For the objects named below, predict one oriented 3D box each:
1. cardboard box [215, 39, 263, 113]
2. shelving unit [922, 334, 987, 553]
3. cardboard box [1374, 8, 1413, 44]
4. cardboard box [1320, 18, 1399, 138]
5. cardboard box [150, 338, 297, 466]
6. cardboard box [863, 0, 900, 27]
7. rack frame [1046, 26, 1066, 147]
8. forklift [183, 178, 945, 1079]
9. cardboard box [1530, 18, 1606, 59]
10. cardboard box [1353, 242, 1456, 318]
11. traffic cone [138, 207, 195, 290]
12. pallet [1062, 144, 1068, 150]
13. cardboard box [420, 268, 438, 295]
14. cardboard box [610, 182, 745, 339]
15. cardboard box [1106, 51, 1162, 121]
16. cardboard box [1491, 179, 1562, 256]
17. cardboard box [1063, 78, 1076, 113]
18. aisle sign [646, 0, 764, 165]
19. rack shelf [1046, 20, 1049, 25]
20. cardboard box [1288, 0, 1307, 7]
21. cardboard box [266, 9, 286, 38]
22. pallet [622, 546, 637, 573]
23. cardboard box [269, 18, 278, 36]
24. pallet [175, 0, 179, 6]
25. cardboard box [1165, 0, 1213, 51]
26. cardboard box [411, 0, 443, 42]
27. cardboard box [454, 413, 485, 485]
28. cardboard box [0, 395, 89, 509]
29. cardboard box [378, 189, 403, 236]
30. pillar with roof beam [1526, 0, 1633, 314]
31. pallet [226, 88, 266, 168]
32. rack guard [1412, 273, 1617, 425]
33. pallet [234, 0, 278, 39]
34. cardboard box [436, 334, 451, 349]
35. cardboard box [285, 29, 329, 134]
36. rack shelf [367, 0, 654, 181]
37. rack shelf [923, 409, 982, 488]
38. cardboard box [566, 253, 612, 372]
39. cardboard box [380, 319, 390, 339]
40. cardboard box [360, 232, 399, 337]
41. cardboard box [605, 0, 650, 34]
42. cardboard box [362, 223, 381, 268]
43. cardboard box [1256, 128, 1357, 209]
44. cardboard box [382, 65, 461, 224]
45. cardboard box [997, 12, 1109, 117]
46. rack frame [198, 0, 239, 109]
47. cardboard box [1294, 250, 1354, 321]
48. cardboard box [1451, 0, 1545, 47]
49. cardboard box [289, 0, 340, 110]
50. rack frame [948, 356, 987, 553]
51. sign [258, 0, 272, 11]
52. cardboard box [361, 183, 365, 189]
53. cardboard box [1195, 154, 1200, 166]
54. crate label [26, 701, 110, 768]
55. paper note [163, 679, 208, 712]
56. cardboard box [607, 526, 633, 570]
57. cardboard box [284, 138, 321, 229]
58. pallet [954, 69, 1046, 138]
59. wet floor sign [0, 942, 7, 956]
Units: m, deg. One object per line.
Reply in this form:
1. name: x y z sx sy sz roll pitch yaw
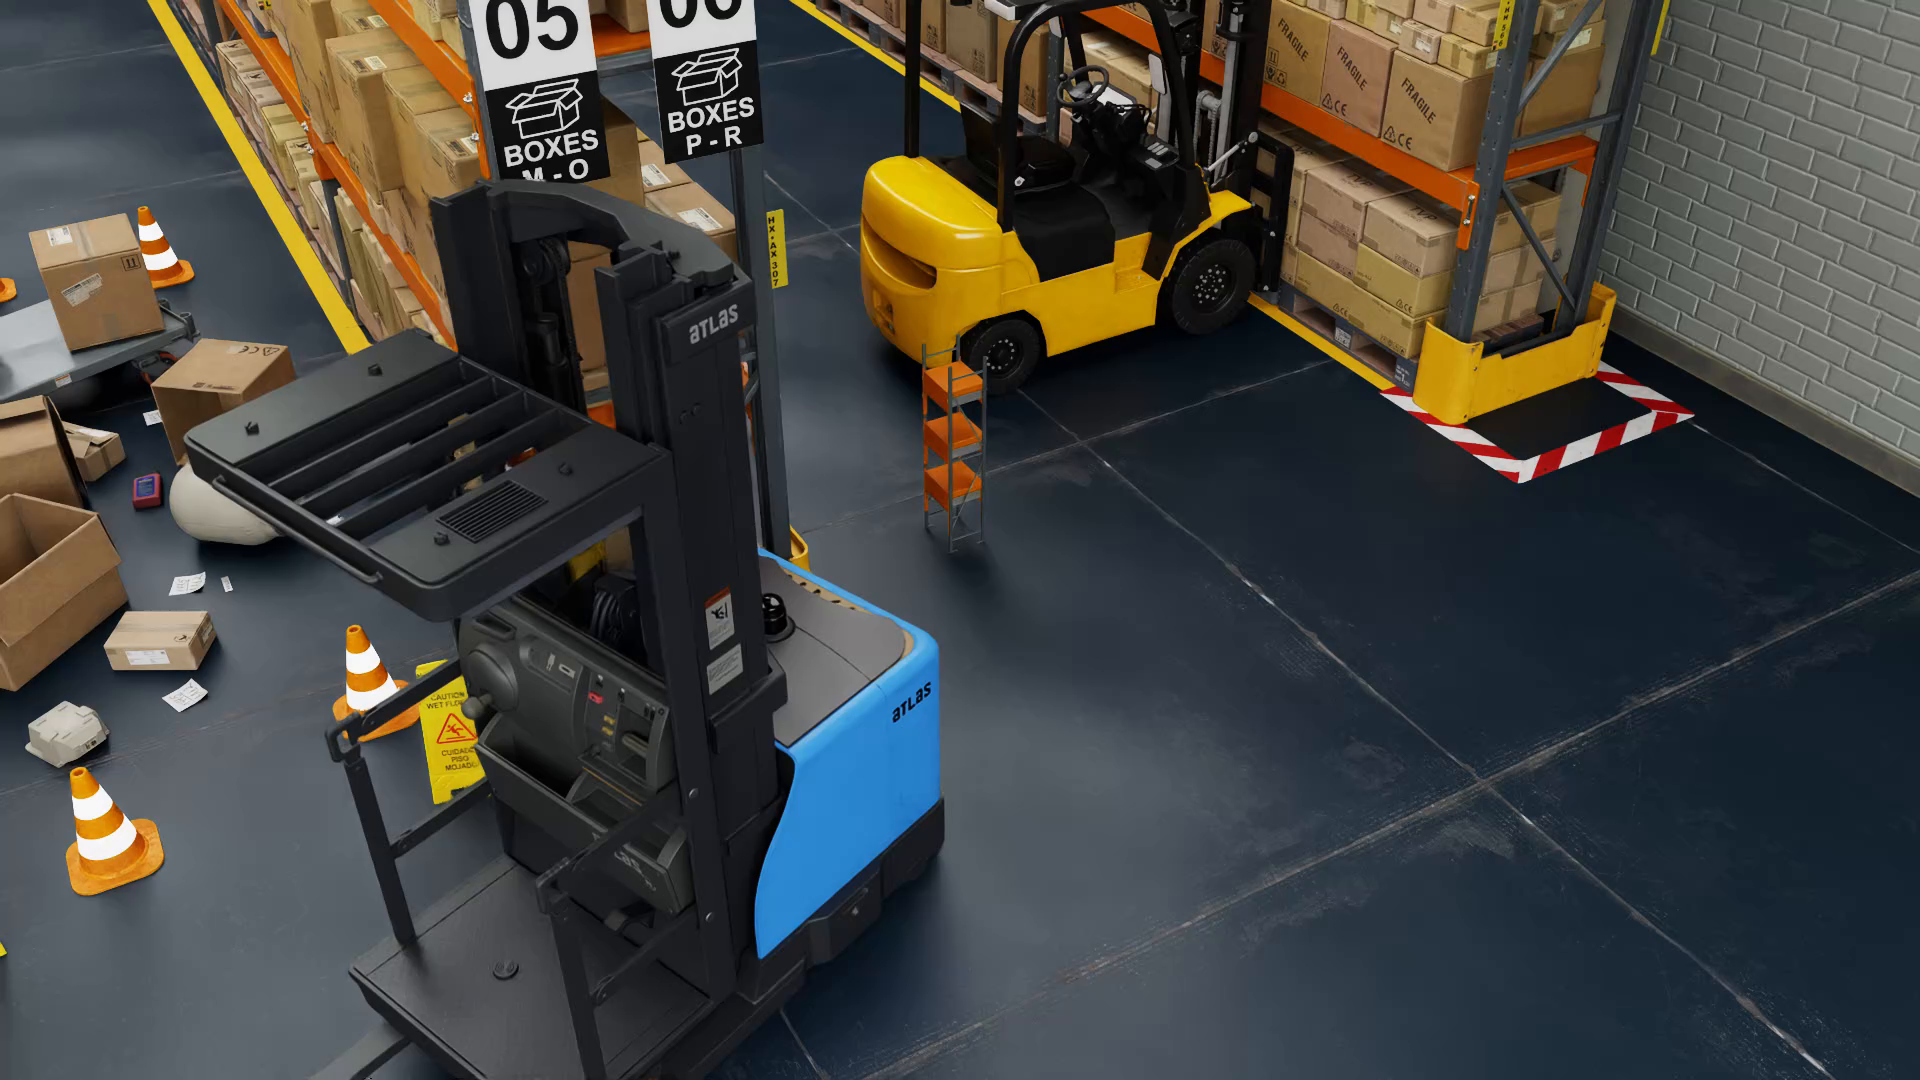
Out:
1. cardboard box: -4.945 -3.525 12.405 0.950 0.372 0.625 -22 41 -27
2. shelving unit: -0.027 -0.451 7.978 0.215 1.050 0.252 -19 40 -24
3. cardboard box: 2.441 -2.769 8.863 0.380 0.149 0.250 -18 40 -23
4. cardboard box: 2.362 -2.581 9.156 0.500 0.500 0.500 -18 40 -23
5. cardboard box: -3.848 -0.710 8.796 0.500 0.500 0.500 6 37 8
6. cardboard box: -0.293 -4.738 13.851 0.875 0.625 0.625 -18 40 -22
7. rack frame: 1.080 -4.140 11.376 1.000 3.000 0.127 -19 40 -24
8. forklift: -1.369 0.539 5.027 1.130 2.935 3.031 25 43 30
9. cardboard box: 3.143 -2.653 8.704 0.380 0.149 0.250 -20 41 -25
10. cardboard box: 2.575 -1.517 9.335 0.500 0.250 0.500 -19 40 -24
11. traffic cone: -5.044 -1.861 10.405 0.336 0.463 0.334 -19 40 -24
12. pallet: 1.443 -2.596 11.626 1.003 0.211 1.213 -19 40 -24
13. cardboard box: -2.276 -1.285 7.679 0.380 0.149 0.250 -19 40 -24
14. cardboard box: -1.199 -1.112 6.892 0.500 0.500 0.500 -20 40 -25
15. cardboard box: 1.300 -3.000 10.942 0.500 0.250 0.500 -19 40 -24
16. cardboard box: 3.012 -1.865 9.387 0.500 0.250 0.500 -20 40 -25
17. cardboard box: 1.056 -3.063 11.452 0.500 0.250 0.500 -19 40 -24
18. aisle sign: -0.901 -1.738 5.882 0.394 0.787 0.004 -19 40 -24
19. rack shelf: 0.075 -4.870 12.984 1.077 0.370 4.000 -19 40 -24
20. cardboard box: 2.007 -3.144 9.376 0.380 0.149 0.250 -19 40 -24
21. cardboard box: -3.641 -3.165 9.348 0.500 0.500 0.500 -20 40 -25
22. pallet: -1.616 0.035 8.023 1.003 0.211 1.213 -19 40 -24
23. cardboard box: -3.825 -3.056 9.748 0.380 0.149 0.250 -20 41 -25
24. pallet: -6.777 -5.250 15.259 1.003 0.211 1.213 -19 40 -24
25. cardboard box: 1.608 -3.359 10.220 0.500 0.500 0.500 -19 40 -24
26. cardboard box: -1.775 -1.954 6.052 0.380 0.149 0.250 -19 40 -24
27. cardboard box: -2.094 -0.586 7.849 0.500 0.500 0.500 -17 40 -22
28. cardboard box: -4.749 -0.294 8.111 0.797 0.637 0.503 -19 40 -24
29. cardboard box: -2.446 -1.760 7.780 0.500 0.500 0.500 -18 40 -23
30. pillar with roof beam: -0.203 -3.870 5.919 9.100 9.000 0.400 -19 40 -24
31. pallet: -4.828 -3.182 12.428 1.003 0.211 1.213 -19 40 -24
32. rack guard: 3.101 -1.079 9.303 1.175 0.500 0.348 -19 40 -24
33. pallet: -4.190 -3.633 10.843 1.003 0.211 1.213 -19 40 -24
34. cardboard box: -2.195 -0.880 7.700 0.380 0.149 0.250 -18 40 -23
35. cardboard box: -3.230 -2.521 8.822 0.500 0.500 0.500 -19 40 -24
36. rack shelf: -2.205 -2.569 7.290 1.077 0.370 4.000 -19 40 -24
37. rack shelf: -0.027 -0.443 7.984 0.215 0.259 0.240 -19 40 -24
38. cardboard box: -1.711 -0.983 6.716 0.500 0.500 0.500 -20 40 -25
39. cardboard box: -2.869 -1.077 9.157 0.500 0.250 0.500 -17 39 -21
40. cardboard box: -2.868 -1.379 8.935 0.500 0.500 0.500 -17 40 -22
41. cardboard box: -1.086 -2.003 6.119 0.380 0.149 0.250 -19 40 -24
42. cardboard box: -2.876 -1.568 8.643 0.380 0.149 0.250 -17 40 -22
43. cardboard box: 2.065 -2.219 9.872 0.500 0.250 0.500 -18 40 -23
44. cardboard box: -1.894 -1.648 6.779 0.700 0.500 0.500 -19 40 -24
45. cardboard box: 0.808 -3.614 12.312 0.875 0.625 0.625 -17 39 -22
46. rack frame: -5.220 -4.708 12.152 1.000 3.000 0.127 -19 40 -24
47. cardboard box: 2.339 -1.562 9.821 0.500 0.250 0.500 -19 40 -24
48. cardboard box: 2.727 -2.643 8.439 0.380 0.149 0.250 -19 40 -24
49. cardboard box: -2.710 -2.412 7.825 0.700 0.500 0.500 -20 41 -25
50. rack frame: 0.034 -0.389 7.893 0.200 1.050 0.008 -19 40 -24
51. sign: -3.688 -2.969 8.790 0.100 0.325 0.005 -19 40 -24
52. cardboard box: -2.904 -1.934 8.568 0.380 0.149 0.250 -18 40 -23
53. cardboard box: 1.806 -2.289 10.393 0.500 0.250 0.500 -19 40 -24
54. crate label: -3.769 0.811 7.024 0.298 0.136 0.250 19 40 24
55. paper note: -3.397 0.679 7.294 0.142 0.019 0.148 26 44 31
56. cardboard box: -1.851 -0.032 7.725 0.500 0.250 0.500 -19 40 -24
57. cardboard box: -3.840 -2.408 10.876 0.950 0.372 0.625 -16 39 -21
58. pallet: 0.676 -3.379 12.697 1.003 0.211 1.213 -19 40 -24
59. wet floor sign: -3.703 1.269 5.965 0.267 0.644 0.232 -26 44 -31
